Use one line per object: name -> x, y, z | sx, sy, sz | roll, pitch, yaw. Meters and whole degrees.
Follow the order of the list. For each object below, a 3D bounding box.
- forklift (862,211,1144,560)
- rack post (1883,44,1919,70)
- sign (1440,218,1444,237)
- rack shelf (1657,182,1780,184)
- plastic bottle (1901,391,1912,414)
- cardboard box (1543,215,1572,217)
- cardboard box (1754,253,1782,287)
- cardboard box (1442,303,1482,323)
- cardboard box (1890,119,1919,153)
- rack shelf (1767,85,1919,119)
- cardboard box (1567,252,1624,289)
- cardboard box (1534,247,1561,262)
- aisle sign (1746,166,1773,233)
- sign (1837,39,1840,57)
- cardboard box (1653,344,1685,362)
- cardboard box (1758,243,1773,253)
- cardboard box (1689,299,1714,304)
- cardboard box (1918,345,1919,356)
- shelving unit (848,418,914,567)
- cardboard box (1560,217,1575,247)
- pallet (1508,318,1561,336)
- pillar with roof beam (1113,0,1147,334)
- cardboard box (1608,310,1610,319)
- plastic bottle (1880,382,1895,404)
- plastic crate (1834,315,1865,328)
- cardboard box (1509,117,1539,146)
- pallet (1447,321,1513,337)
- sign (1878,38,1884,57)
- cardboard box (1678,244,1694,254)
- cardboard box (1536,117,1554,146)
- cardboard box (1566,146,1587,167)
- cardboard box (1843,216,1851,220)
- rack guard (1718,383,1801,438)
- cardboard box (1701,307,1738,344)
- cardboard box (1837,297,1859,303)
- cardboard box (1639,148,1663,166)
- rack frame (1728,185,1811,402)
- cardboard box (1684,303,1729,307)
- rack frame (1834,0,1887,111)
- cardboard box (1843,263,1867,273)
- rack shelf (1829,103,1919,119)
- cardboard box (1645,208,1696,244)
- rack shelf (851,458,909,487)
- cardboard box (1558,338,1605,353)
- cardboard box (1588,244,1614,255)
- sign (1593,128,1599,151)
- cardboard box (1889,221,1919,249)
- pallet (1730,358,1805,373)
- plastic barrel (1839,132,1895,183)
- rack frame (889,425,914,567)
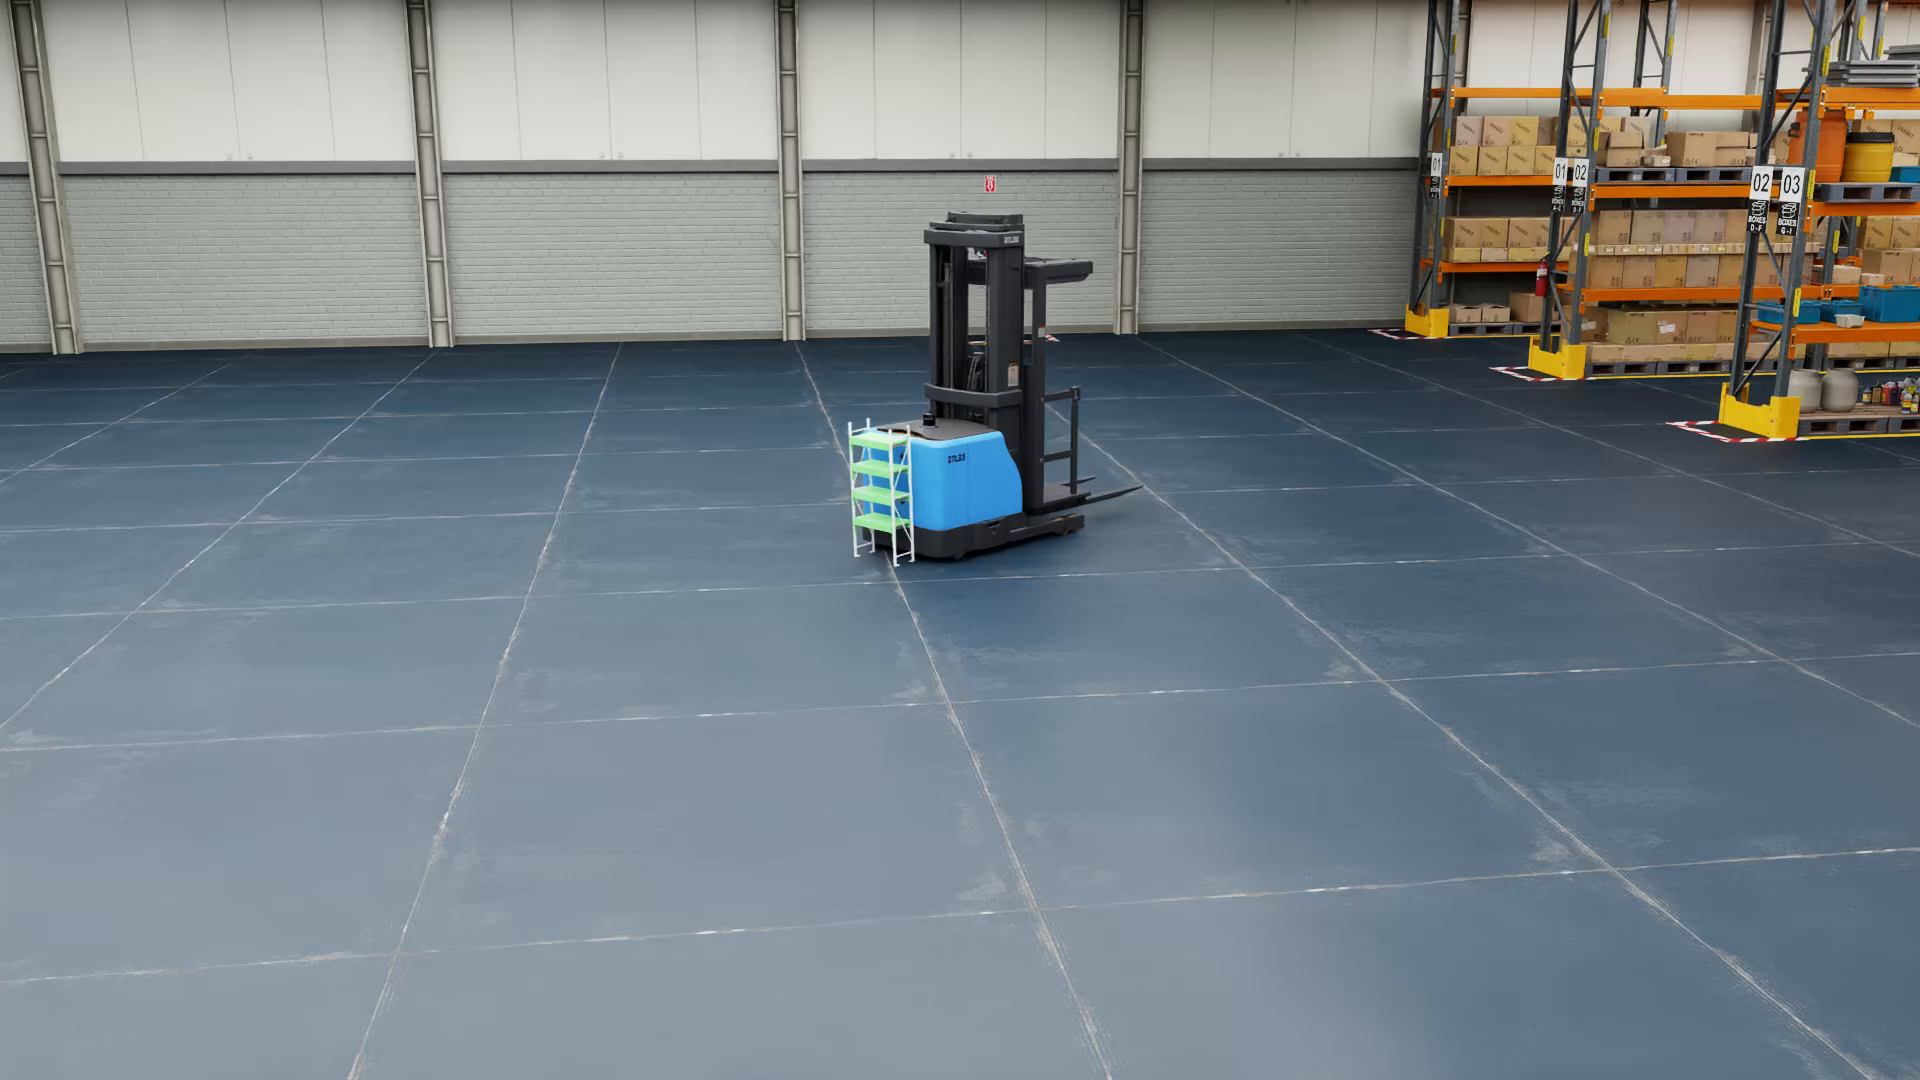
forklift -> 0.517, -1.539, 15.334 | 1.130, 2.935, 3.031 | 14, 19, 43
rack post -> 11.762, -5.768, 19.877 | 0.954, 0.300, 0.937 | -2, 14, -9
sign -> 8.456, -5.489, 29.164 | 0.005, 0.325, 0.100 | -2, 14, -8
rack shelf -> 14.308, -6.523, 30.379 | 4.000, 0.370, 1.077 | -2, 14, -8
plastic bottle -> 11.690, -1.698, 20.529 | 0.097, 0.271, 0.097 | 0, 14, 0
cardboard box -> 10.828, -5.644, 30.287 | 0.500, 0.500, 0.500 | -2, 14, -7
cardboard box -> 12.113, -4.164, 25.452 | 0.500, 0.500, 0.700 | -2, 14, -9
cardboard box -> 9.072, -4.112, 30.077 | 0.500, 0.311, 0.500 | -4, 15, -15
cardboard box -> 14.247, -6.142, 25.284 | 0.500, 0.500, 0.500 | -1, 14, -3
rack shelf -> 11.828, -5.256, 19.983 | 4.000, 0.370, 1.077 | -2, 14, -8
cardboard box -> 9.580, -4.071, 25.082 | 0.500, 0.500, 0.700 | -2, 14, -8
cardboard box -> 10.421, -5.135, 29.799 | 0.500, 0.250, 0.500 | -2, 14, -8
aisle sign -> 9.735, -4.147, 20.246 | 0.004, 0.787, 0.394 | -2, 14, -8
sign -> 16.199, -9.063, 30.615 | 0.005, 0.325, 0.100 | -2, 14, -8
cardboard box -> 10.668, -2.881, 25.334 | 0.500, 0.250, 0.500 | -2, 14, -8
cardboard box -> 12.072, -4.427, 25.168 | 0.250, 0.149, 0.380 | -2, 14, -8
cardboard box -> 13.559, -4.407, 30.863 | 0.500, 0.500, 0.700 | -2, 14, -9
cardboard box -> 15.028, -3.034, 25.943 | 0.500, 0.250, 0.500 | -2, 14, -7
shelving unit -> -0.678, -0.415, 14.387 | 0.503, 1.200, 0.258 | 13, 21, 41
cardboard box -> 10.916, -5.519, 29.787 | 0.500, 0.500, 0.500 | -3, 14, -10
pallet -> 10.462, -3.914, 30.396 | 1.213, 0.211, 1.003 | -2, 14, -8
pillar with roof beam -> 3.646, -7.090, 24.994 | 0.400, 9.000, 9.100 | -2, 14, -8
cardboard box -> 11.805, -4.157, 30.553 | 0.250, 0.166, 0.380 | -4, 15, -16
plastic bottle -> 11.855, -1.884, 21.261 | 0.135, 0.276, 0.152 | -2, 14, -8
plastic crate -> 10.783, -2.644, 20.140 | 0.250, 0.136, 0.298 | -2, 14, -8
cardboard box -> 9.800, -7.181, 29.220 | 0.500, 0.500, 0.500 | -2, 14, -7
pallet -> 9.258, -3.871, 30.223 | 1.213, 0.211, 1.003 | -2, 14, -8
sign -> 16.376, -8.761, 29.573 | 0.005, 0.325, 0.100 | -2, 14, -8
cardboard box -> 10.810, -4.381, 24.986 | 0.250, 0.149, 0.380 | -2, 14, -9
cardboard box -> 10.289, -7.328, 29.806 | 0.500, 0.500, 0.500 | -2, 14, -8
cardboard box -> 10.823, -6.736, 29.501 | 0.500, 0.500, 0.500 | -3, 14, -11
cardboard box -> 16.695, -6.135, 31.118 | 0.500, 0.250, 0.500 | -2, 14, -7
rack guard -> 9.919, -1.618, 20.647 | 0.348, 0.500, 1.175 | -2, 14, -8
cardboard box -> 11.656, -3.283, 25.395 | 0.500, 0.500, 0.500 | -2, 14, -8
cardboard box -> 17.032, -4.646, 31.136 | 0.750, 0.750, 0.750 | -2, 14, -9
cardboard box -> 10.216, -5.767, 25.043 | 0.500, 0.250, 0.500 | -2, 14, -8
rack frame -> 9.850, -2.817, 20.287 | 0.127, 3.000, 1.000 | -2, 14, -8
cardboard box -> 11.578, -3.409, 25.898 | 0.500, 0.500, 0.500 | -2, 14, -8
rack frame -> 16.285, -8.400, 30.216 | 0.127, 3.000, 1.000 | -2, 14, -8
cardboard box -> 13.914, -4.164, 25.936 | 0.258, 0.266, 0.396 | -2, 14, -10
rack shelf -> 15.049, -6.593, 25.312 | 4.000, 0.370, 1.077 | -2, 14, -8
cardboard box -> 10.650, -4.741, 25.086 | 0.500, 0.500, 0.700 | -2, 14, -8
rack shelf -> -0.683, -0.584, 14.339 | 0.480, 0.148, 0.258 | 13, 21, 41
cardboard box -> 9.603, -2.969, 25.683 | 0.500, 0.250, 0.500 | -2, 14, -8
cardboard box -> 9.536, -4.334, 24.798 | 0.250, 0.149, 0.380 | -2, 14, -9
sign -> 9.193, -5.792, 24.025 | 0.005, 0.325, 0.100 | -2, 14, -8
cardboard box -> 17.323, -5.665, 30.786 | 0.500, 0.500, 0.500 | -2, 14, -6
pallet -> 12.279, -2.782, 25.881 | 1.213, 0.211, 1.003 | -2, 14, -8
plastic barrel -> 10.959, -4.639, 20.135 | 0.600, 0.588, 0.600 | 0, 14, 0
rack frame -> -0.499, -0.374, 14.227 | 0.015, 1.200, 0.240 | 13, 21, 41
